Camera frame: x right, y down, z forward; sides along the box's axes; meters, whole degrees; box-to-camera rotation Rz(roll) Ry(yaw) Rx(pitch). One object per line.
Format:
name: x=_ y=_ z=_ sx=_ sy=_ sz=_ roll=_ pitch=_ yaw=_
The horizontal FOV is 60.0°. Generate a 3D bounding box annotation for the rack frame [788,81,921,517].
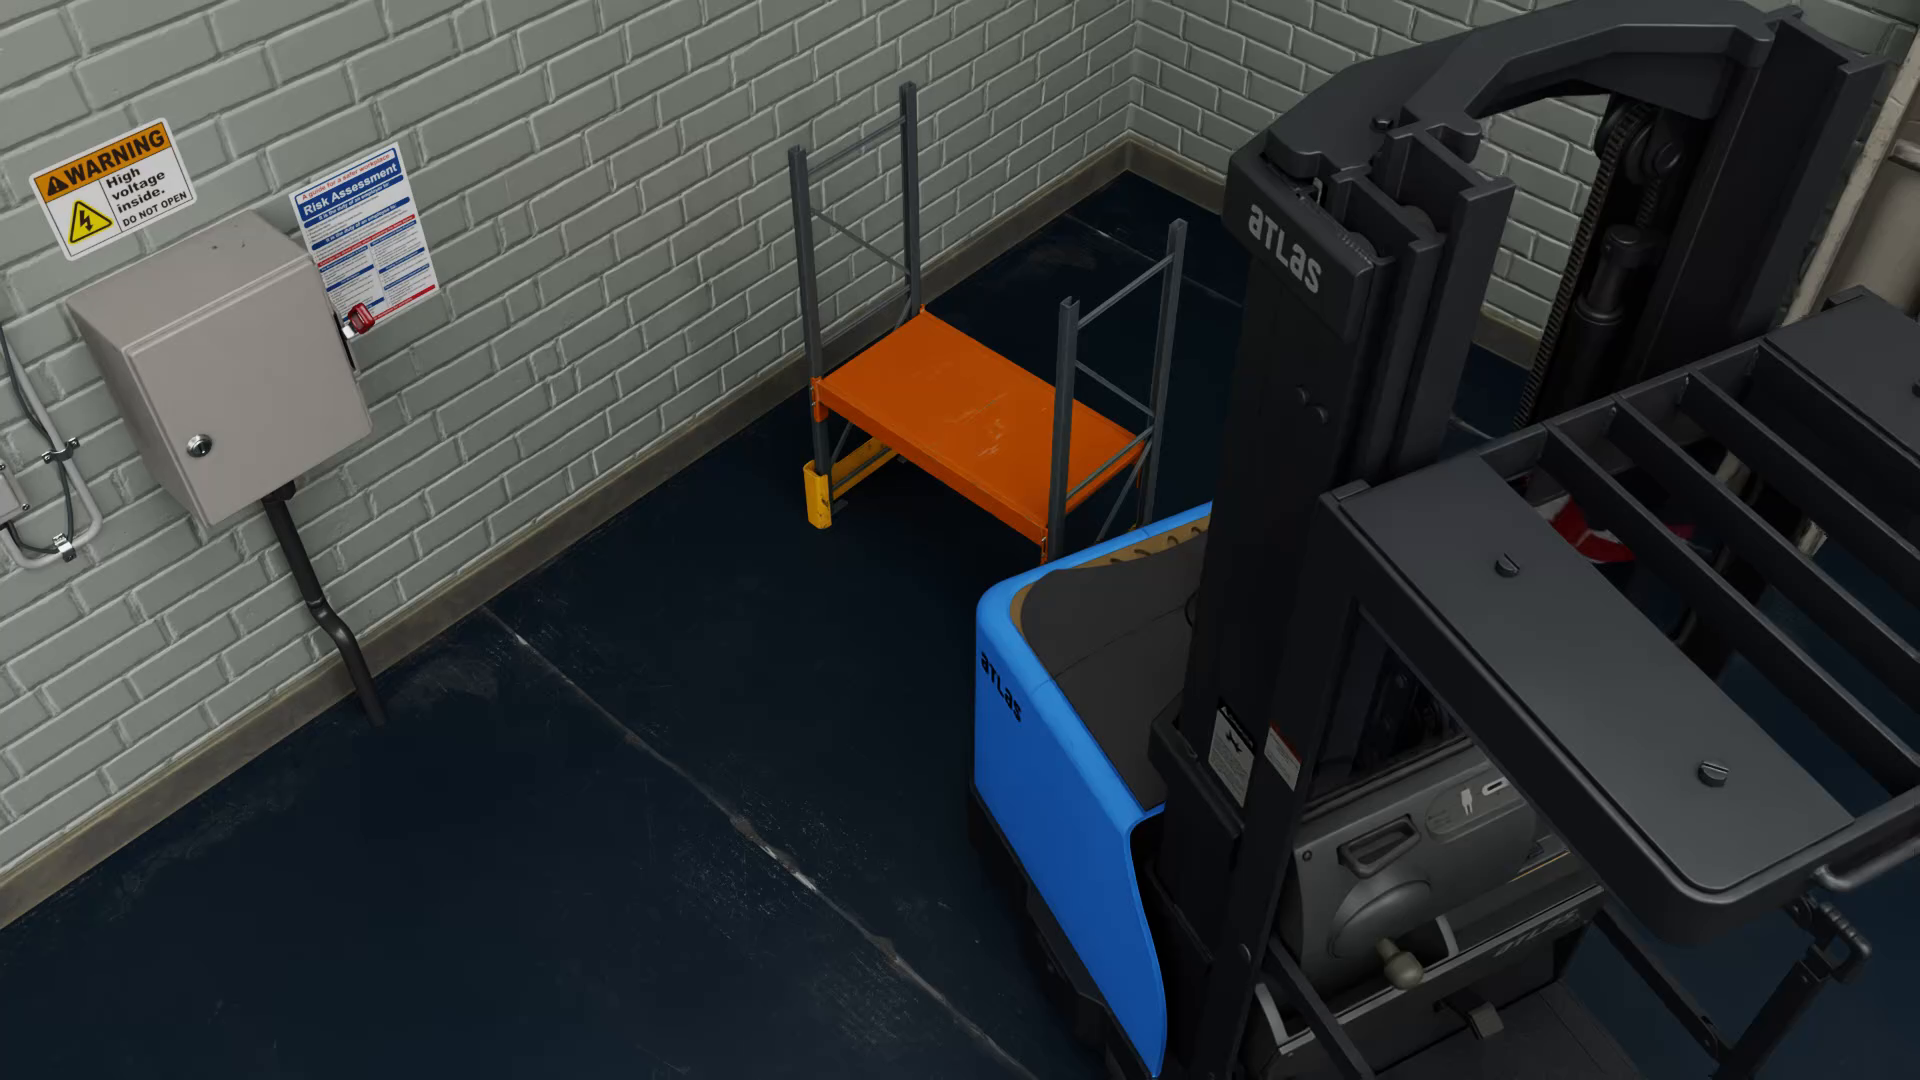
rack frame: x=-0.311 y=-0.723 z=5.400 sx=0.032 sy=1.500 sz=0.500 roll=34 pitch=55 yaw=28

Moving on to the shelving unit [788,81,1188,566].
shelving unit: x=0.056 y=-0.476 z=5.168 sx=1.083 sy=1.500 sz=0.587 roll=34 pitch=55 yaw=28

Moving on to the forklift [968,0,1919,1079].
forklift: x=1.139 y=0.659 z=3.121 sx=1.130 sy=2.935 sz=3.031 roll=-20 pitch=50 yaw=-18

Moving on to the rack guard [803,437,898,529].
rack guard: x=-0.310 y=-0.294 z=5.855 sx=0.087 sy=0.250 sz=0.587 roll=34 pitch=55 yaw=28

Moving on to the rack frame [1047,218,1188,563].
rack frame: x=0.436 y=-0.220 z=4.928 sx=0.032 sy=1.500 sz=0.500 roll=34 pitch=55 yaw=28

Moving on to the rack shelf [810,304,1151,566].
rack shelf: x=0.063 y=-0.348 z=5.295 sx=1.000 sy=0.185 sz=0.538 roll=34 pitch=55 yaw=28

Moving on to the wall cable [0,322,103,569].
wall cable: x=-2.366 y=-0.527 z=3.490 sx=0.122 sy=1.984 sz=0.588 roll=34 pitch=55 yaw=28

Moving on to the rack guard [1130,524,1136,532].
rack guard: x=0.422 y=0.198 z=5.392 sx=0.087 sy=0.250 sz=0.587 roll=34 pitch=55 yaw=28

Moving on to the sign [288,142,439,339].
sign: x=-1.605 y=-0.801 z=4.510 sx=0.001 sy=0.494 sz=0.329 roll=34 pitch=55 yaw=28

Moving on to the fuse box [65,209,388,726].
fuse box: x=-1.788 y=-0.026 z=4.600 sx=0.414 sy=1.711 sz=0.539 roll=34 pitch=55 yaw=28

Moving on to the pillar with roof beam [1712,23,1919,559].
pillar with roof beam: x=-0.086 y=-0.862 z=0.387 sx=0.400 sy=9.000 sz=9.100 roll=34 pitch=55 yaw=28

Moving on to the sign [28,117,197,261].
sign: x=-1.978 y=-0.822 z=3.898 sx=0.001 sy=0.242 sz=0.339 roll=34 pitch=55 yaw=28
